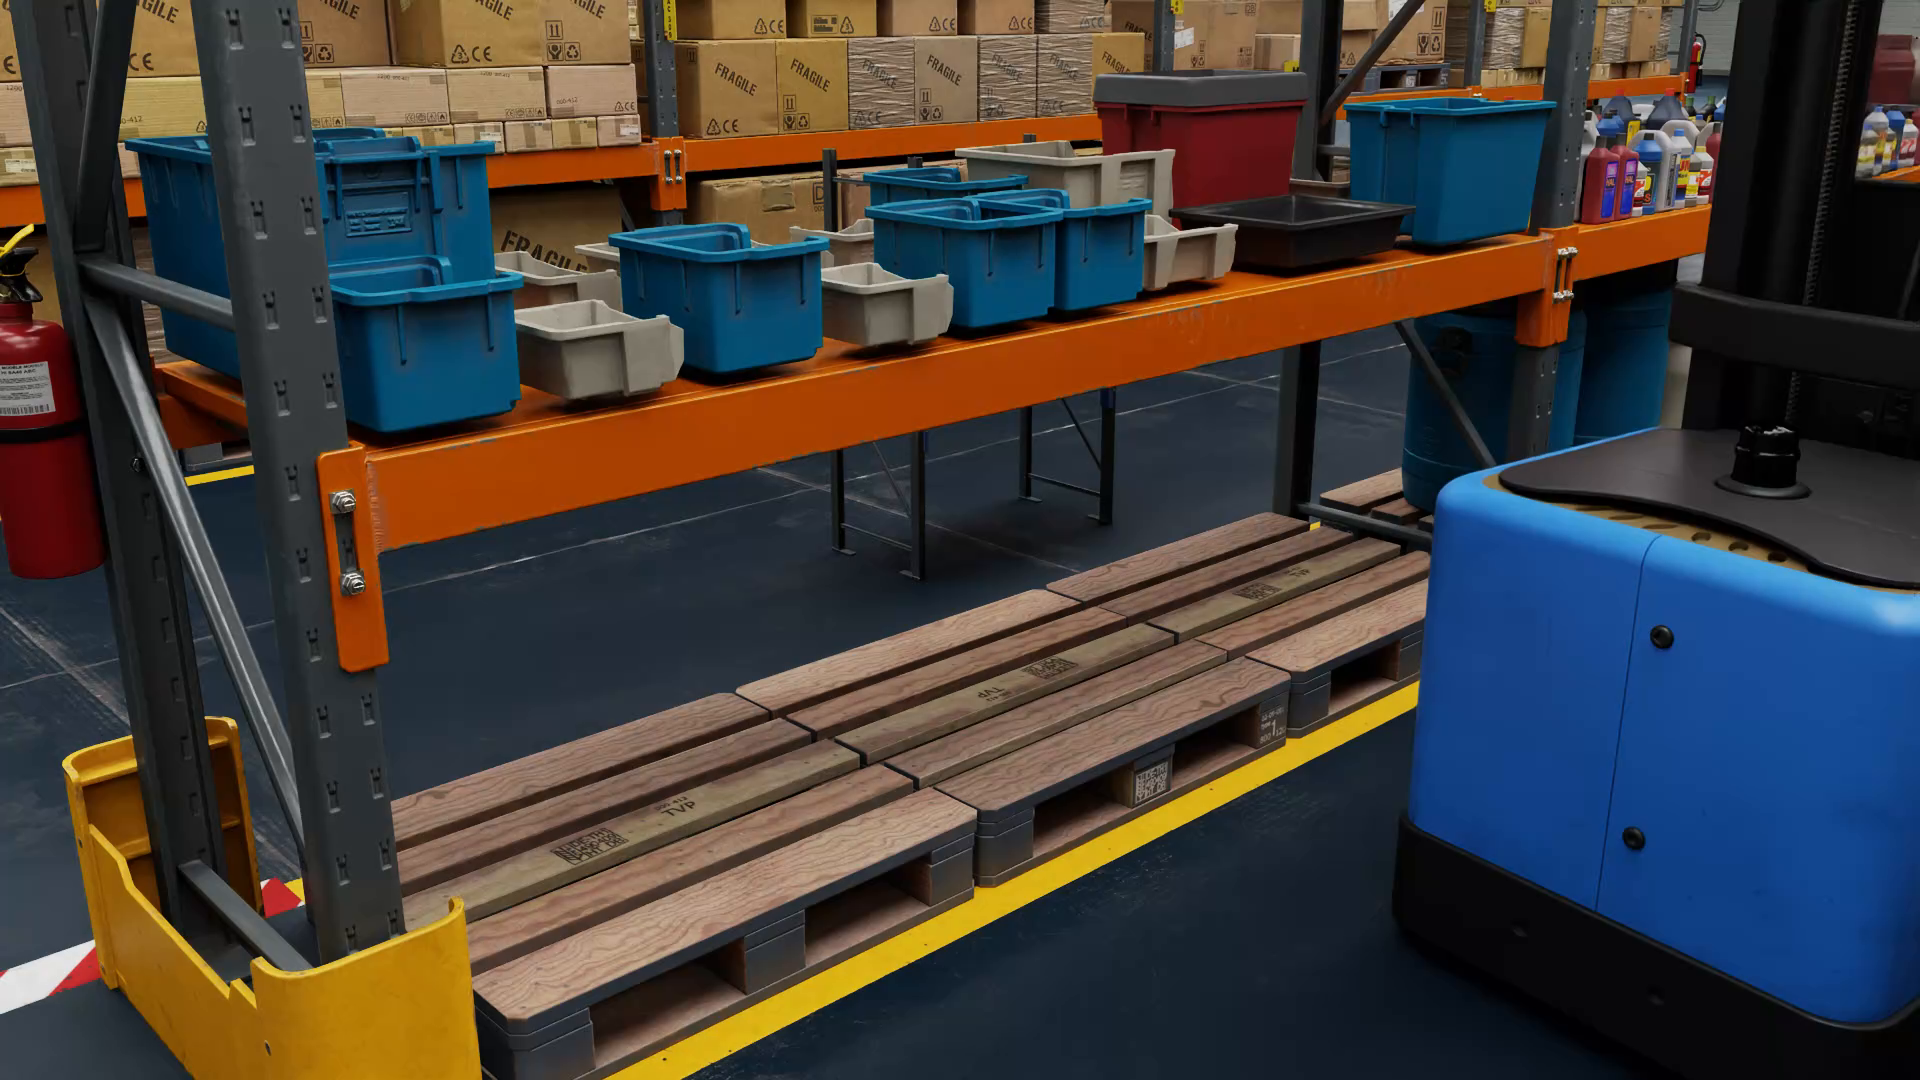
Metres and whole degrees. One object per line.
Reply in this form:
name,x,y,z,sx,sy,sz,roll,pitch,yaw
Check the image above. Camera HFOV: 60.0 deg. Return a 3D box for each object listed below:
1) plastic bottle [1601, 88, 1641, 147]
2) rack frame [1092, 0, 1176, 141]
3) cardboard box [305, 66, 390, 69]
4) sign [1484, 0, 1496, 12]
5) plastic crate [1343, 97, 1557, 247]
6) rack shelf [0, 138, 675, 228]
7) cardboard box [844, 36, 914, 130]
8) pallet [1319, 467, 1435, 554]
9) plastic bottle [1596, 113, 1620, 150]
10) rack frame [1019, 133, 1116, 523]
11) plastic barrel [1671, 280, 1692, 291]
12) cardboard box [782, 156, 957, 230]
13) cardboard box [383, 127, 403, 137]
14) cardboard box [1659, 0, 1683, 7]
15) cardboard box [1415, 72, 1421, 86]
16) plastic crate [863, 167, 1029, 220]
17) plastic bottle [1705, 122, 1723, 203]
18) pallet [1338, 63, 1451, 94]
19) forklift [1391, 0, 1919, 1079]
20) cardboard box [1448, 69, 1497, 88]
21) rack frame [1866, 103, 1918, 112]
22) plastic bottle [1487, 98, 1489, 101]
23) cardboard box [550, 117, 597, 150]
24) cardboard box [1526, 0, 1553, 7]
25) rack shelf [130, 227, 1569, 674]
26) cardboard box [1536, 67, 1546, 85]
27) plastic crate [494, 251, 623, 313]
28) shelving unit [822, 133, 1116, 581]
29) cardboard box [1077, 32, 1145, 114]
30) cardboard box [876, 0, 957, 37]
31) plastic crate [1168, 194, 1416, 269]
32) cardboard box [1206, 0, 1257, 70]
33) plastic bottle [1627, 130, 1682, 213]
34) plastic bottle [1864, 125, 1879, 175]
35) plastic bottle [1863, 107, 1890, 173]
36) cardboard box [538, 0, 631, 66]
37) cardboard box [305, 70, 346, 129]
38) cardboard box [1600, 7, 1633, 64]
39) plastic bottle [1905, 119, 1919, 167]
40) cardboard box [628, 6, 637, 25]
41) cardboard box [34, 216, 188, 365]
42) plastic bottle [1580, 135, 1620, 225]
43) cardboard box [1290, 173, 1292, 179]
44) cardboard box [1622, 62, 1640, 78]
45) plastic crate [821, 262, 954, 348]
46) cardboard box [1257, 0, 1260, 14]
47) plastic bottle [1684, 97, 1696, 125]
plastic bottle,2.795,-1.738,7.061,0.185,0.351,0.144,-16,24,-41
rack frame,1.055,-3.217,11.544,0.127,3.000,1.000,-16,24,-41
cardboard box,-3.110,-2.184,8.117,0.500,0.250,0.500,-16,24,-39
sign,4.345,-4.492,13.599,0.005,0.325,0.100,-16,24,-41
plastic crate,1.447,-1.105,4.959,0.575,0.384,0.392,-16,24,-41
rack shelf,-3.305,-1.604,7.734,4.000,0.370,1.077,-16,24,-41
cardboard box,-0.617,-2.671,9.698,0.500,0.500,0.500,-17,25,-42
pallet,2.141,-0.087,6.412,1.213,0.211,1.003,-16,24,-41
plastic bottle,2.613,-1.592,6.741,0.097,0.271,0.097,0,18,0
rack frame,0.431,-0.839,6.641,0.032,1.500,0.500,-16,24,-41
plastic barrel,3.294,-0.813,7.358,0.708,0.588,0.600,-16,24,-41
cardboard box,-0.751,-1.888,10.210,1.225,0.875,0.875,17,24,42
cardboard box,-2.781,-1.840,7.703,0.250,0.149,0.380,-17,24,-42
cardboard box,6.638,-5.405,16.027,0.500,0.500,0.500,-16,24,-41
cardboard box,3.916,-4.057,14.541,0.250,0.149,0.380,-16,24,-41
plastic crate,-0.039,-0.854,4.428,0.300,0.233,0.416,-16,24,-41
plastic bottle,2.756,-1.375,6.050,0.133,0.283,0.061,-16,24,-41
pallet,3.306,-3.844,13.789,1.213,0.211,1.003,-16,24,-41
forklift,2.445,-0.648,3.731,3.031,2.935,1.130,-13,22,-35
cardboard box,4.324,-3.924,14.130,0.250,0.149,0.380,-16,24,-41
rack frame,4.458,-2.107,8.121,0.127,3.000,1.000,-16,24,-41
plastic bottle,1.995,-1.504,6.341,0.185,0.351,0.144,-16,24,-41
cardboard box,-2.035,-2.057,8.374,0.250,0.149,0.380,-16,24,-40
cardboard box,4.825,-4.874,14.389,0.500,0.500,0.500,-16,24,-41
rack shelf,0.098,-0.494,4.310,4.000,0.370,1.077,-16,24,-41
cardboard box,5.063,-4.132,14.772,0.250,0.149,0.380,-16,24,-41
plastic crate,-0.887,-0.529,3.582,0.243,0.136,0.396,-16,24,-41
shelving unit,0.062,-0.732,6.309,1.048,1.500,0.538,-16,24,-41
cardboard box,0.867,-3.105,11.035,0.500,0.500,0.500,-15,23,-39
cardboard box,-0.446,-3.310,10.041,0.637,0.503,0.797,-15,23,-39
plastic crate,0.923,-0.860,4.623,0.590,0.125,0.437,-16,24,-41
cardboard box,1.757,-3.729,12.279,0.500,0.500,0.700,-12,22,-33
plastic bottle,2.415,-1.291,5.804,0.135,0.276,0.152,-16,24,-41
plastic bottle,3.839,-1.659,7.060,0.097,0.201,0.097,0,18,0
plastic bottle,3.910,-1.713,7.113,0.097,0.271,0.097,0,18,0
cardboard box,-2.002,-2.639,8.306,0.500,0.500,0.500,-15,23,-39
cardboard box,-3.107,-1.962,7.435,0.500,0.250,0.500,-17,24,-42
cardboard box,5.776,-4.762,15.664,0.500,0.500,0.875,-16,24,-41
plastic bottle,4.193,-1.762,7.379,0.097,0.201,0.097,0,18,0
cardboard box,-2.886,-4.341,13.773,0.250,0.149,0.380,-15,23,-39
cardboard box,-3.687,-1.058,7.647,0.875,0.875,0.875,-16,24,-41
plastic bottle,2.111,-1.186,5.469,0.133,0.283,0.061,-16,24,-41
cardboard box,2.330,-2.626,13.060,0.500,0.500,0.700,-14,23,-36
cardboard box,6.282,-4.519,15.968,0.250,0.149,0.380,-16,24,-41
plastic crate,-0.167,-0.487,3.453,0.298,0.136,0.250,-16,24,-41
cardboard box,3.237,-6.560,19.862,0.550,0.550,0.875,-16,24,-41
plastic bottle,3.289,-1.867,7.570,0.133,0.283,0.061,-16,24,-41
